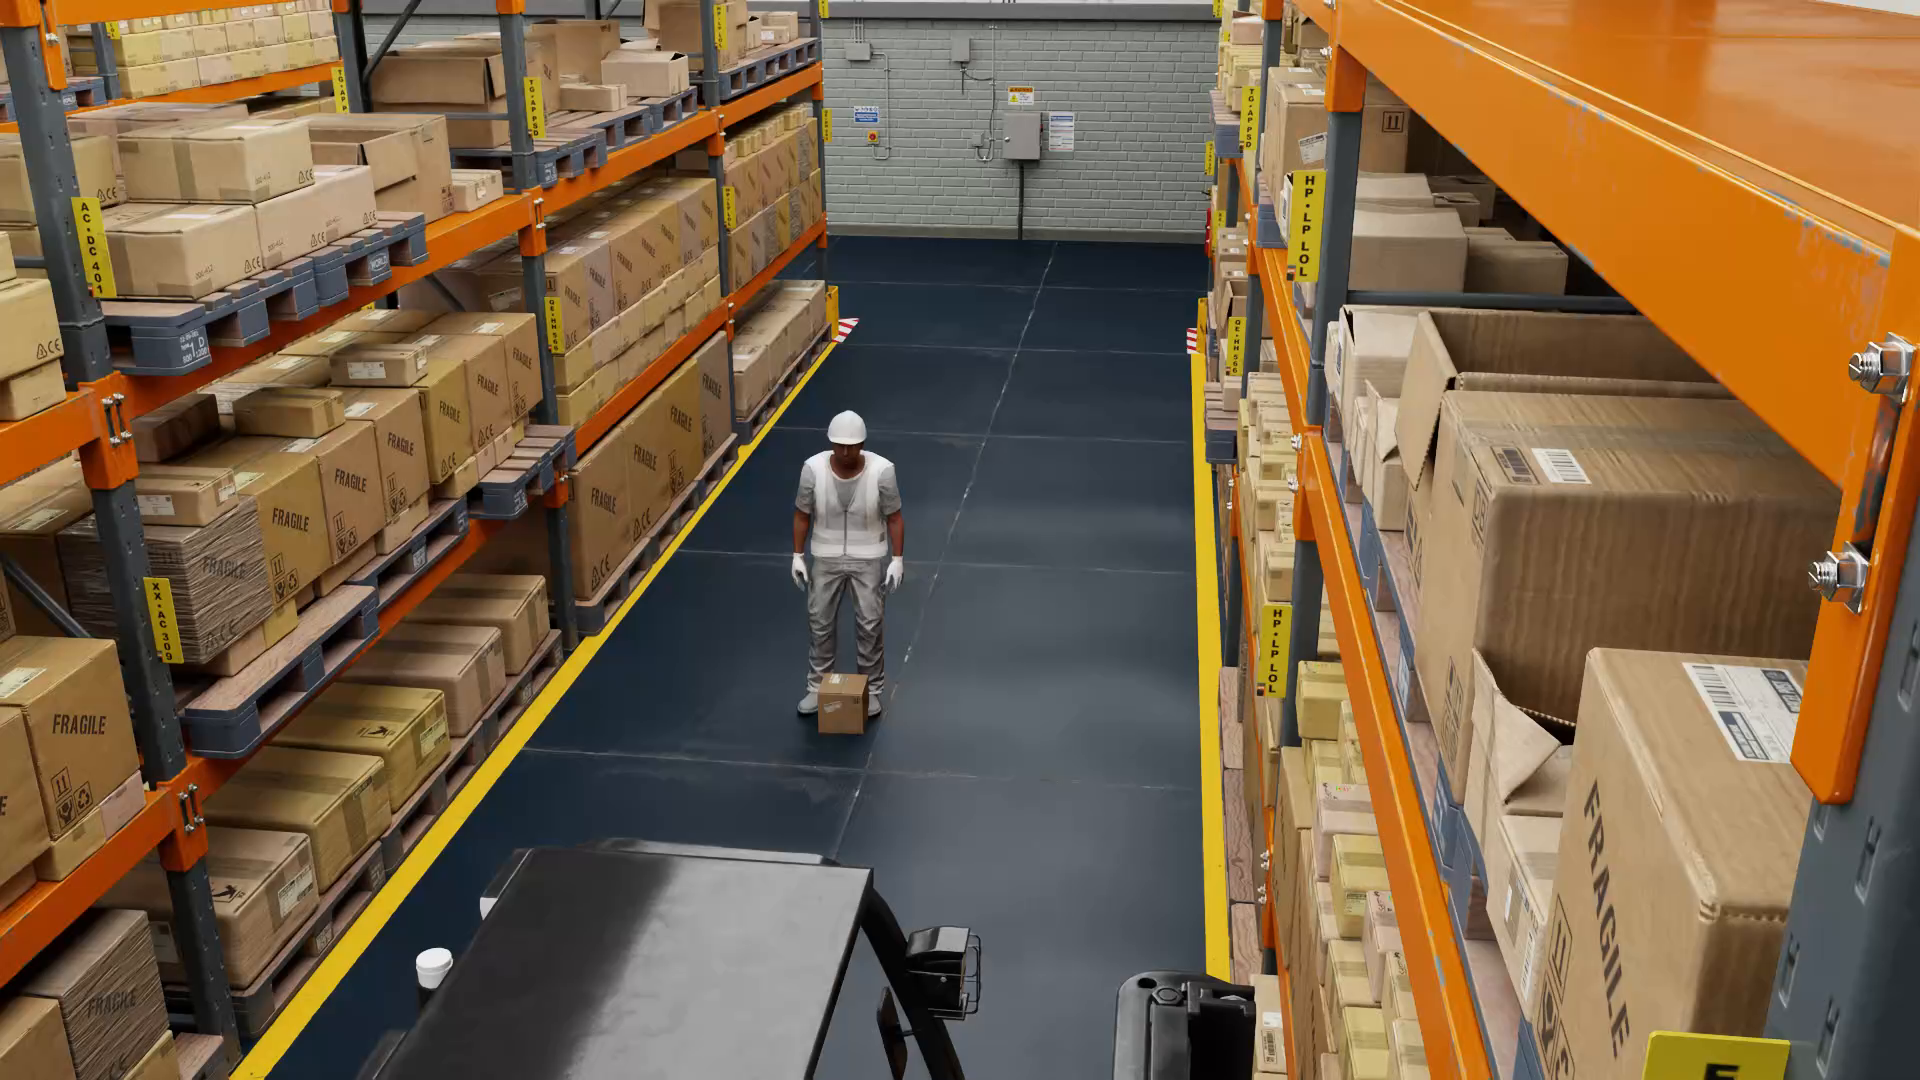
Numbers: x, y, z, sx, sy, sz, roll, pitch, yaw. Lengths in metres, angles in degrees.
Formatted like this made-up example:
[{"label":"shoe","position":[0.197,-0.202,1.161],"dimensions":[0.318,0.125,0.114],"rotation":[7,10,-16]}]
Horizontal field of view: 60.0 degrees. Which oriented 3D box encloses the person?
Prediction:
[{"label":"person","position":[-0.622,0.123,9.243],"dimensions":[0.629,1.775,0.444],"rotation":[1,21,3]}]
